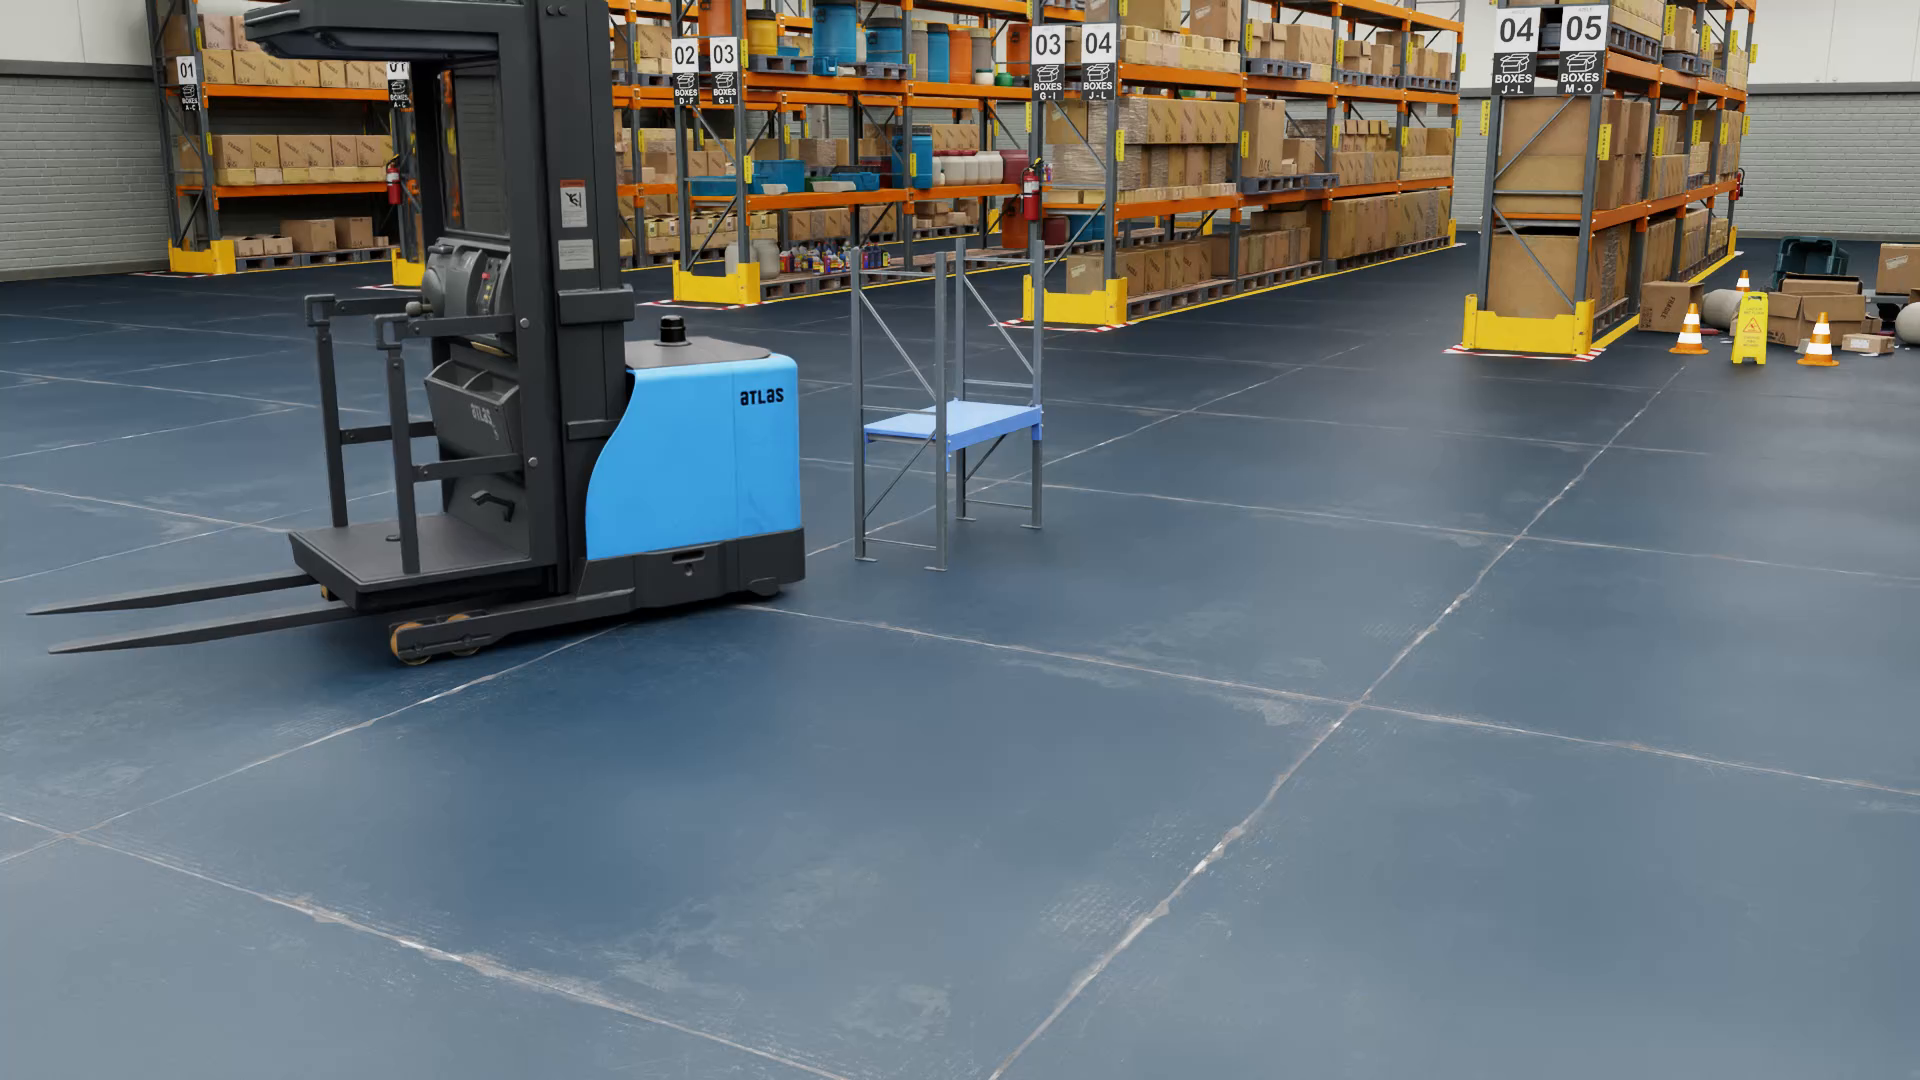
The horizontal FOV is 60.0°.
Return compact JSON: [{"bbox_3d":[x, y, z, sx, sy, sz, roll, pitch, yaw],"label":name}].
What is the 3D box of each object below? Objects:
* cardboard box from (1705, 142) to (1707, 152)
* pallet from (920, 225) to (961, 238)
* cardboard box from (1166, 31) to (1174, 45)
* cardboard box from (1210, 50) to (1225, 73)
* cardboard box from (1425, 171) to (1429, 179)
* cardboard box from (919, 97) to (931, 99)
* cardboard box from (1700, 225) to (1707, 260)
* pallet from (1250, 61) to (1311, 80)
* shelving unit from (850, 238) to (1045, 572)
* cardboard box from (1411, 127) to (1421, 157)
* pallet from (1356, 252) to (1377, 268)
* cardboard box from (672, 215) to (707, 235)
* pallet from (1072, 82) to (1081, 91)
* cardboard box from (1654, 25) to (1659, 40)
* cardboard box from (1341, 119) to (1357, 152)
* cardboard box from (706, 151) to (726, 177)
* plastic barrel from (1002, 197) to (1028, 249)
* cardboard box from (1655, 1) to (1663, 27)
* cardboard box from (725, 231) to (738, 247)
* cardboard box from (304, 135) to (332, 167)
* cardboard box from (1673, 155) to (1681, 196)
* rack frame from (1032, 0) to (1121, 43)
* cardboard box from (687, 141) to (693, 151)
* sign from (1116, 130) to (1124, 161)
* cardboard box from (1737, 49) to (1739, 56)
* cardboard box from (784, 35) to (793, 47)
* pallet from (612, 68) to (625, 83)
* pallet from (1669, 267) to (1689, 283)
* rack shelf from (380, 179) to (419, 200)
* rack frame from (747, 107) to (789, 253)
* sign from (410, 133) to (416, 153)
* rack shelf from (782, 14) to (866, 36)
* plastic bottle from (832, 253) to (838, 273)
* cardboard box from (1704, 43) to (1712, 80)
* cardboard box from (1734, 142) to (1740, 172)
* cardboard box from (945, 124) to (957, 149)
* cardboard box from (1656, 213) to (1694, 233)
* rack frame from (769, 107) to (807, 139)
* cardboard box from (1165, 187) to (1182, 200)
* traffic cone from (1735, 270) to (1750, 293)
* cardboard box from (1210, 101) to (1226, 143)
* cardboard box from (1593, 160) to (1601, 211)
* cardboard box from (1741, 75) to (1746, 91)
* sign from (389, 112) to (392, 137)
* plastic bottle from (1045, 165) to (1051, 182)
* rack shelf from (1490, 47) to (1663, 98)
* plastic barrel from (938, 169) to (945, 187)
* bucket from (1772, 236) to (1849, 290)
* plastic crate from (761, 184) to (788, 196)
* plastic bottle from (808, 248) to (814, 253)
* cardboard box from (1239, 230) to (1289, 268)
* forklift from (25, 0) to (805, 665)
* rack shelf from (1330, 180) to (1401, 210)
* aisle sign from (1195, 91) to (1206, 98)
[{"bbox_3d":[11.195,-6.002,25.400,0.380,0.149,0.250,7,15,26],"label":"cardboard box"},{"bbox_3d":[-0.694,-6.533,35.181,1.003,0.211,1.213,7,15,28],"label":"pallet"},{"bbox_3d":[2.247,-5.784,19.193,0.380,0.149,0.250,7,15,26],"label":"cardboard box"},{"bbox_3d":[2.933,-5.888,20.477,0.500,0.250,0.500,8,16,29],"label":"cardboard box"},{"bbox_3d":[8.241,-6.594,30.021,0.380,0.149,0.250,7,15,26],"label":"cardboard box"},{"bbox_3d":[-0.919,-9.056,33.615,0.500,0.250,0.500,7,15,28],"label":"cardboard box"},{"bbox_3d":[11.210,-4.599,25.648,0.500,0.500,0.500,7,15,27],"label":"cardboard box"},{"bbox_3d":[4.077,-6.427,22.791,1.213,0.211,1.003,7,15,28],"label":"pallet"},{"bbox_3d":[-0.041,-0.712,8.285,0.538,1.500,1.048,7,15,28],"label":"shelving unit"},{"bbox_3d":[7.754,-6.979,29.167,0.500,0.500,0.500,7,15,28],"label":"cardboard box"},{"bbox_3d":[6.158,-4.600,27.162,1.003,0.211,1.213,7,15,28],"label":"pallet"},{"bbox_3d":[-4.570,-5.260,27.726,0.500,0.311,0.500,7,15,26],"label":"cardboard box"},{"bbox_3d":[1.879,-7.896,28.888,1.003,0.211,1.213,7,15,28],"label":"pallet"},{"bbox_3d":[7.462,-5.575,18.286,0.380,0.149,0.250,8,16,29],"label":"cardboard box"},{"bbox_3d":[5.806,-6.370,26.204,0.797,0.503,0.637,8,16,29],"label":"cardboard box"},{"bbox_3d":[-4.346,-6.378,28.377,0.500,0.500,0.500,6,15,25],"label":"cardboard box"},{"bbox_3d":[1.006,-5.365,28.122,0.600,0.830,0.708,7,15,28],"label":"plastic barrel"},{"bbox_3d":[7.467,-5.802,18.375,0.500,0.250,0.500,7,15,27],"label":"cardboard box"},{"bbox_3d":[-4.082,-5.199,28.668,0.500,0.250,0.500,8,16,29],"label":"cardboard box"},{"bbox_3d":[-10.519,-6.273,26.831,0.500,0.500,0.500,8,16,30],"label":"cardboard box"},{"bbox_3d":[8.947,-4.691,21.378,0.500,0.500,0.500,7,15,27],"label":"cardboard box"},{"bbox_3d":[1.253,-6.828,17.654,1.000,3.000,0.127,7,15,28],"label":"rack frame"},{"bbox_3d":[-5.957,-8.137,34.993,0.500,0.500,0.500,7,15,27],"label":"cardboard box"},{"bbox_3d":[1.728,-4.271,18.001,0.100,0.325,0.005,7,15,28],"label":"sign"},{"bbox_3d":[12.614,-8.019,27.397,0.380,0.149,0.250,7,15,26],"label":"cardboard box"},{"bbox_3d":[-3.333,-8.757,29.712,0.500,0.500,0.500,7,15,28],"label":"cardboard box"},{"bbox_3d":[-5.873,-7.092,25.341,1.003,0.211,1.213,7,15,28],"label":"pallet"},{"bbox_3d":[9.793,-3.774,23.739,1.003,0.211,1.213,7,15,28],"label":"pallet"},{"bbox_3d":[-8.855,-6.476,30.531,1.077,0.370,4.000,7,15,28],"label":"rack shelf"},{"bbox_3d":[-3.550,-6.676,29.824,1.000,3.000,0.127,7,15,28],"label":"rack frame"},{"bbox_3d":[-9.343,-6.777,28.395,0.100,0.325,0.005,7,15,28],"label":"sign"},{"bbox_3d":[-2.583,-9.458,30.954,1.077,0.370,4.000,7,15,28],"label":"rack shelf"},{"bbox_3d":[-1.719,-3.787,22.726,0.097,0.271,0.097,0,14,0],"label":"plastic bottle"},{"bbox_3d":[10.158,-6.667,23.175,0.500,0.500,0.500,7,15,28],"label":"cardboard box"},{"bbox_3d":[13.289,-6.683,29.006,0.500,0.500,0.500,8,16,29],"label":"cardboard box"},{"bbox_3d":[-0.395,-8.413,34.684,0.500,0.500,0.500,8,16,30],"label":"cardboard box"},{"bbox_3d":[10.204,-4.542,23.809,0.500,0.250,0.500,7,15,27],"label":"cardboard box"},{"bbox_3d":[-4.020,-8.878,38.957,1.000,3.000,0.127,7,15,28],"label":"rack frame"},{"bbox_3d":[2.410,-4.117,19.748,0.380,0.149,0.250,7,15,28],"label":"cardboard box"},{"bbox_3d":[9.450,-3.020,20.073,0.336,0.463,0.334,7,15,28],"label":"traffic cone"},{"bbox_3d":[2.970,-5.185,20.659,0.500,0.500,0.500,7,15,28],"label":"cardboard box"},{"bbox_3d":[5.933,-3.598,16.738,0.875,0.550,0.550,7,15,28],"label":"cardboard box"},{"bbox_3d":[13.052,-7.768,28.273,0.500,0.250,0.500,7,15,28],"label":"cardboard box"},{"bbox_3d":[-7.885,-5.777,23.119,0.100,0.325,0.005,7,15,28],"label":"sign"},{"bbox_3d":[1.476,-6.171,27.981,0.061,0.283,0.133,7,15,28],"label":"plastic bottle"},{"bbox_3d":[6.513,-4.847,17.375,1.077,0.370,4.000,7,15,28],"label":"rack shelf"},{"bbox_3d":[-0.375,-5.480,25.159,0.301,0.262,0.301,0,14,0],"label":"plastic barrel"},{"bbox_3d":[9.432,-3.008,18.350,0.620,0.611,0.726,1,9,-42],"label":"bucket"},{"bbox_3d":[-2.368,-4.491,21.326,0.298,0.136,0.250,7,15,28],"label":"plastic crate"},{"bbox_3d":[-2.110,-4.000,23.582,0.061,0.283,0.133,8,16,31],"label":"plastic bottle"},{"bbox_3d":[4.289,-4.179,23.863,0.700,0.500,0.500,9,16,33],"label":"cardboard box"},{"bbox_3d":[-2.198,-1.076,6.742,3.031,2.935,1.130,-9,16,-34],"label":"forklift"},{"bbox_3d":[6.087,-5.613,26.952,1.077,0.370,4.000,7,15,28],"label":"rack shelf"},{"bbox_3d":[4.943,-9.000,33.920,0.394,0.787,0.004,7,15,28],"label":"aisle sign"}]
